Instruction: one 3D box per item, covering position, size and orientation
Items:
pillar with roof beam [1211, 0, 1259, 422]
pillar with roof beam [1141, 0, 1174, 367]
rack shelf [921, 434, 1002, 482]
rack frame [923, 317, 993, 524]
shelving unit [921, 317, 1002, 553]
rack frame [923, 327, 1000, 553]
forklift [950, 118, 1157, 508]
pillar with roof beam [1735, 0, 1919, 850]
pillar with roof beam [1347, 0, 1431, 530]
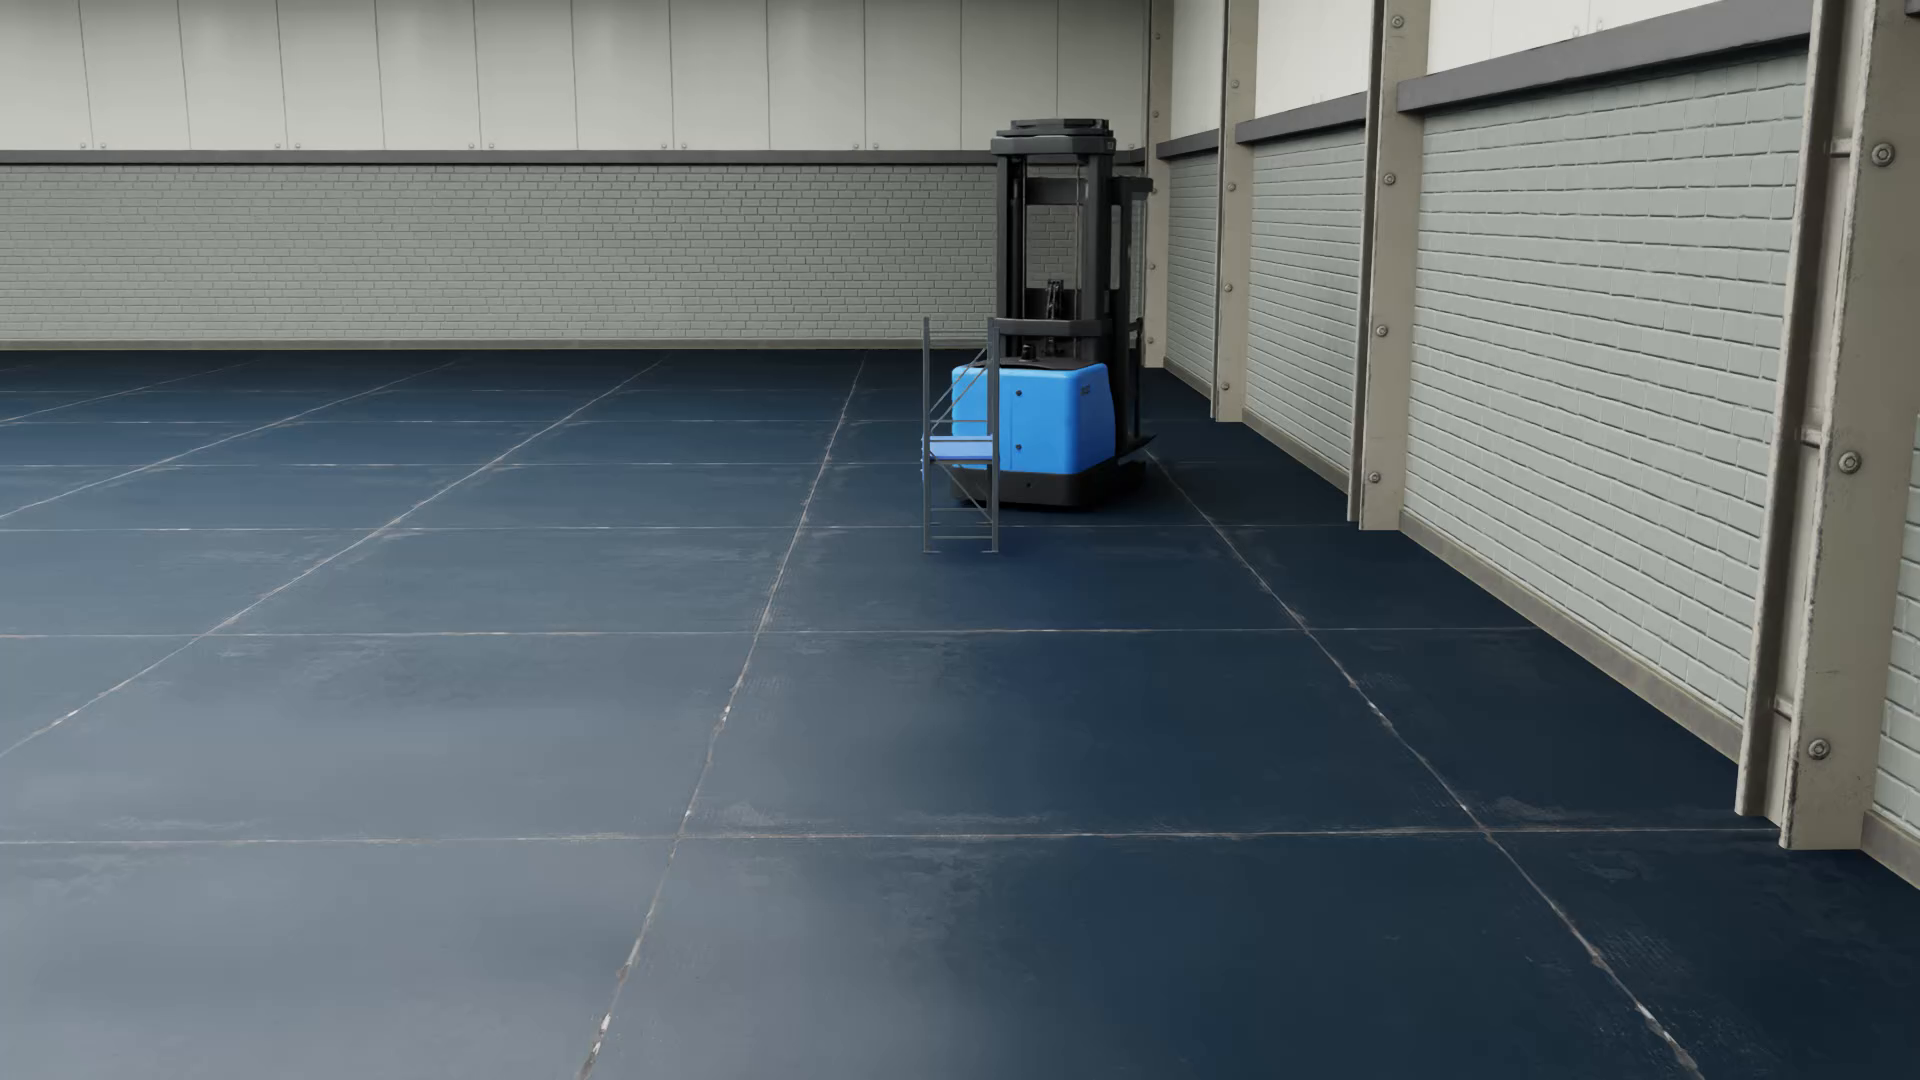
[{"bbox_3d":[-1.409,-5.696,17.001,9.100,9.000,0.400,0,11,-1],"label":"pillar with roof beam"},{"bbox_3d":[-1.533,-6.888,22.880,9.100,9.000,0.400,0,11,-1],"label":"pillar with roof beam"},{"bbox_3d":[-0.002,-0.576,11.529,0.538,0.185,1.000,0,11,-1],"label":"rack shelf"},{"bbox_3d":[-0.012,-0.853,11.992,0.500,1.500,0.032,0,11,-1],"label":"rack frame"},{"bbox_3d":[-0.002,-0.752,11.494,0.538,1.500,1.048,0,11,-1],"label":"shelving unit"},{"bbox_3d":[0.009,-0.651,10.995,0.500,1.500,0.032,0,11,-1],"label":"rack frame"},{"bbox_3d":[0.932,-1.931,13.705,1.130,2.935,3.031,4,12,21],"label":"forklift"},{"bbox_3d":[-1.161,-3.310,5.243,9.100,9.000,0.400,0,11,-1],"label":"pillar with roof beam"},{"bbox_3d":[-1.285,-4.503,11.122,9.100,9.000,0.400,0,11,-1],"label":"pillar with roof beam"}]
